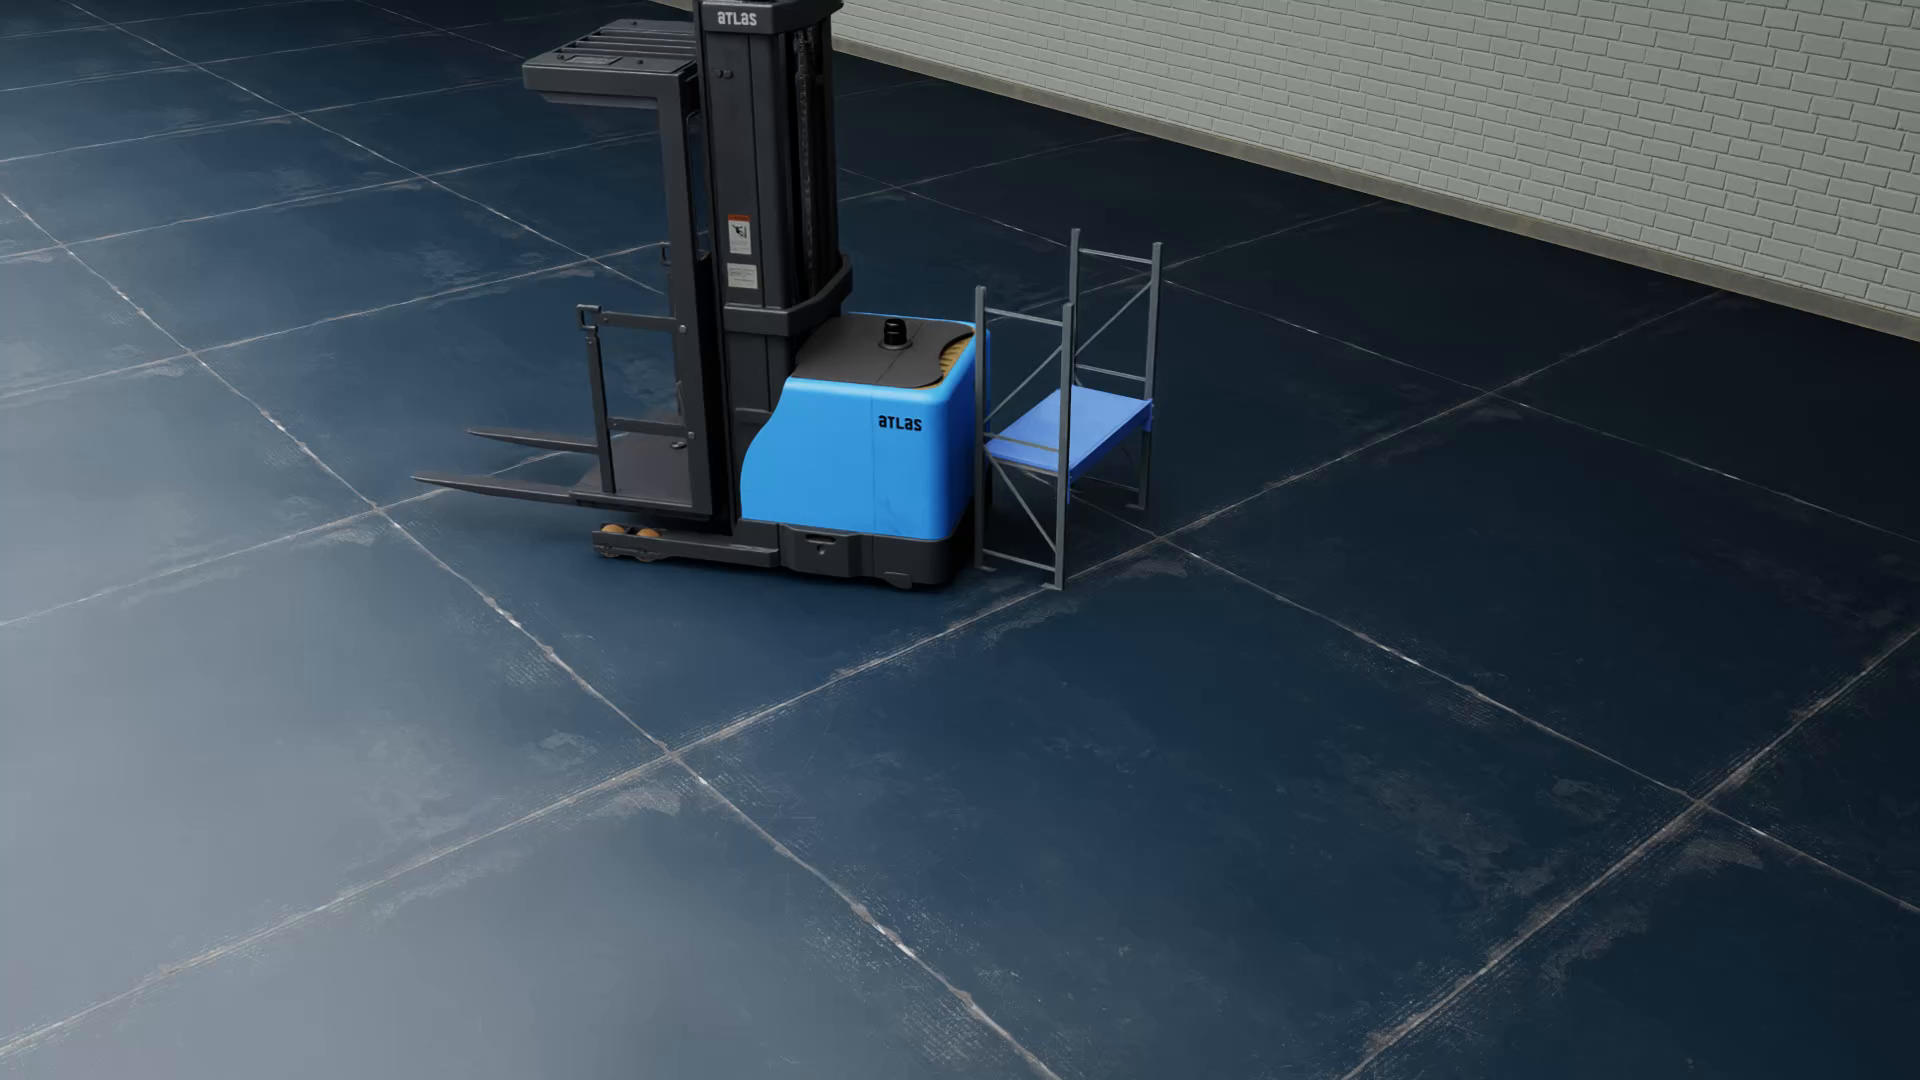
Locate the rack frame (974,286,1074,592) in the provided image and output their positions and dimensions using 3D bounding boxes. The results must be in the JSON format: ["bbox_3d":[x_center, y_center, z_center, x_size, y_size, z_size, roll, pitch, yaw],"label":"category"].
[{"bbox_3d":[0.297,-0.467,8.034,0.500,1.500,0.032,15,32,26],"label":"rack frame"}]

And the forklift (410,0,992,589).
[{"bbox_3d":[-1.401,-1.412,8.283,3.031,2.935,1.130,7,29,12],"label":"forklift"}]

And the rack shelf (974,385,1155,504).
[{"bbox_3d":[0.547,-0.517,8.509,0.538,0.185,1.000,15,32,26],"label":"rack shelf"}]

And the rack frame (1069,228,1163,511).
[{"bbox_3d":[0.798,-0.885,8.814,0.500,1.500,0.032,15,32,26],"label":"rack frame"}]

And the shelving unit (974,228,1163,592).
[{"bbox_3d":[0.547,-0.676,8.424,0.538,1.500,1.048,15,32,26],"label":"shelving unit"}]
